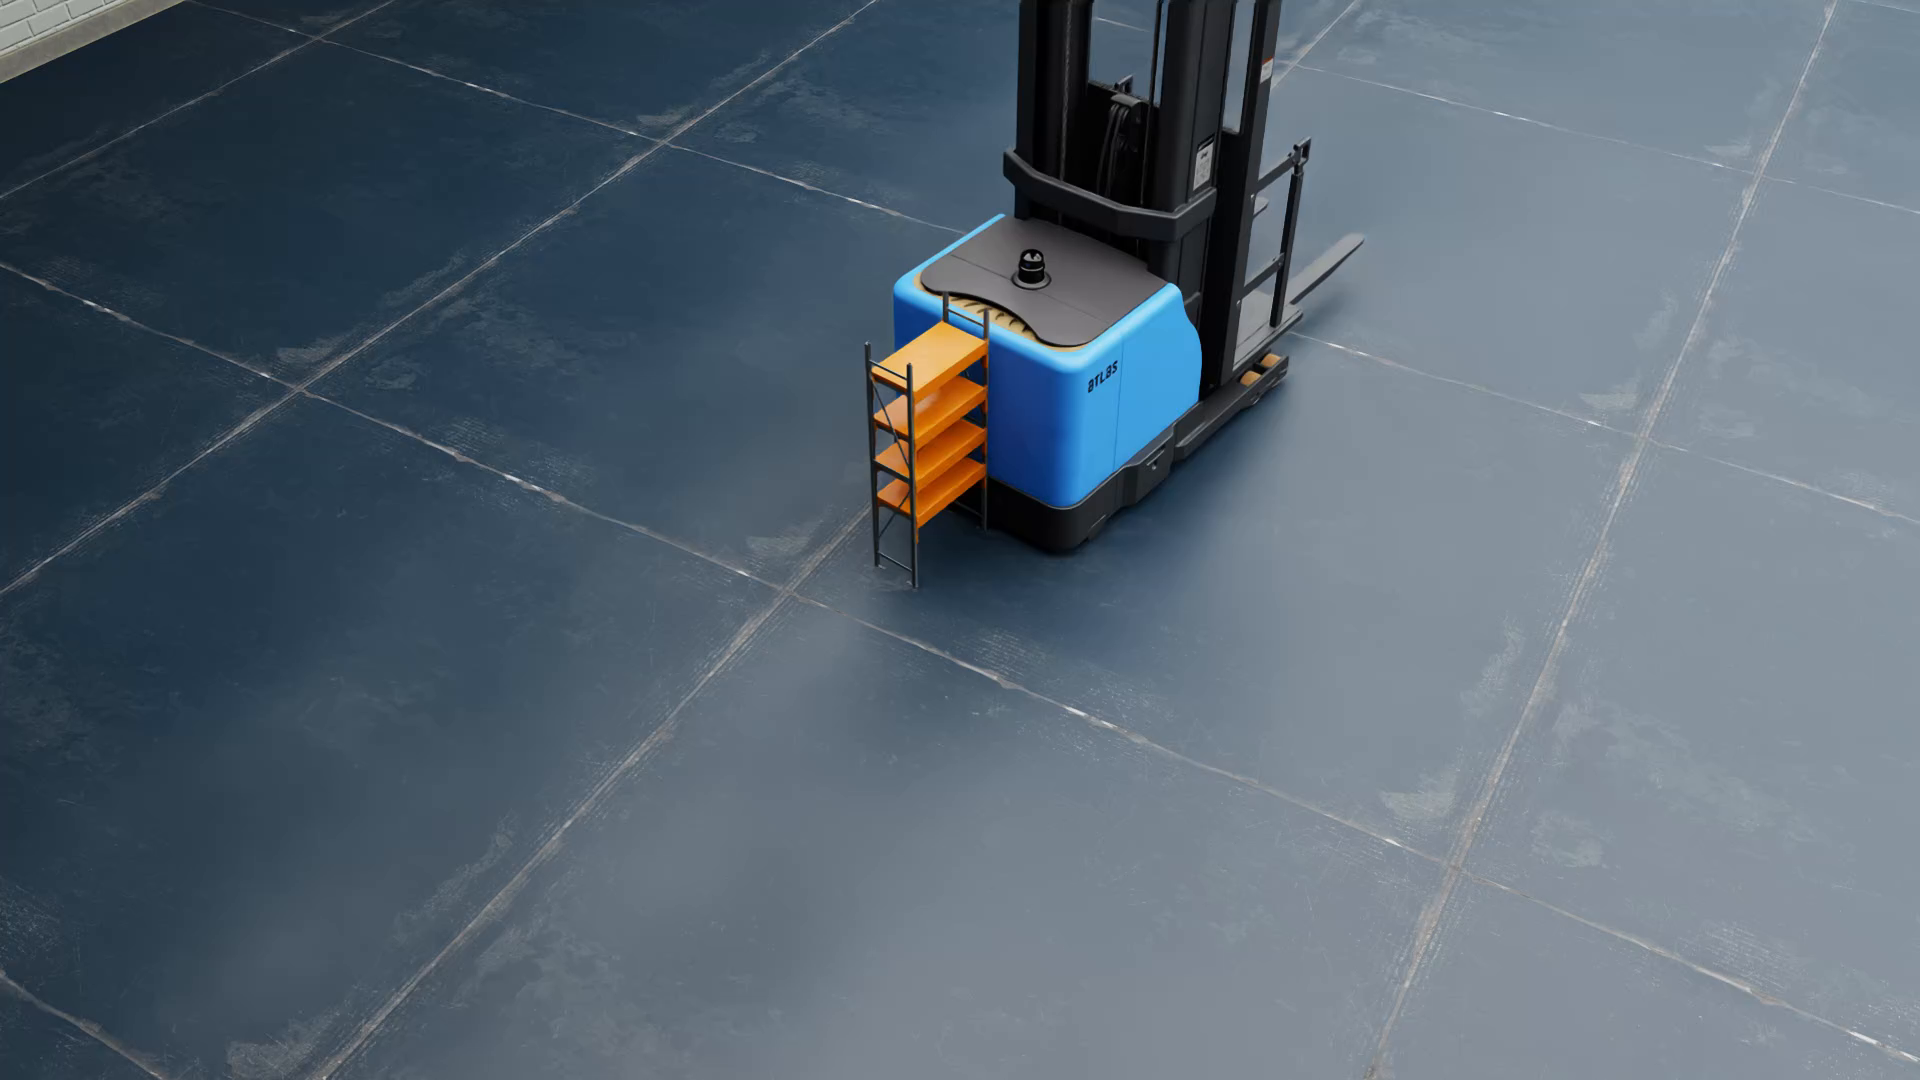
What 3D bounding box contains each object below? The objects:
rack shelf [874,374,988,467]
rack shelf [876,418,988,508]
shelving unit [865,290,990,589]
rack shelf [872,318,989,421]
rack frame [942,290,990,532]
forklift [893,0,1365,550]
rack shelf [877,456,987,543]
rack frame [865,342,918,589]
[{"bbox_3d":[-0.130,-0.531,7.024,0.258,0.148,0.480,28,49,28],"label":"rack shelf"},{"bbox_3d":[-0.130,-0.363,7.172,0.258,0.148,0.480,28,49,28],"label":"rack shelf"},{"bbox_3d":[-0.130,-0.414,7.128,0.258,1.200,0.503,28,49,28],"label":"shelving unit"},{"bbox_3d":[-0.130,-0.709,6.868,0.258,0.148,0.480,28,49,28],"label":"rack shelf"},{"bbox_3d":[0.024,-0.539,7.270,0.240,1.200,0.015,28,49,28],"label":"rack frame"},{"bbox_3d":[1.011,-1.967,7.581,1.130,2.935,3.031,28,49,28],"label":"forklift"},{"bbox_3d":[-0.130,-0.214,7.303,0.258,0.148,0.480,28,49,28],"label":"rack shelf"},{"bbox_3d":[-0.284,-0.289,6.986,0.240,1.200,0.015,28,49,28],"label":"rack frame"}]
